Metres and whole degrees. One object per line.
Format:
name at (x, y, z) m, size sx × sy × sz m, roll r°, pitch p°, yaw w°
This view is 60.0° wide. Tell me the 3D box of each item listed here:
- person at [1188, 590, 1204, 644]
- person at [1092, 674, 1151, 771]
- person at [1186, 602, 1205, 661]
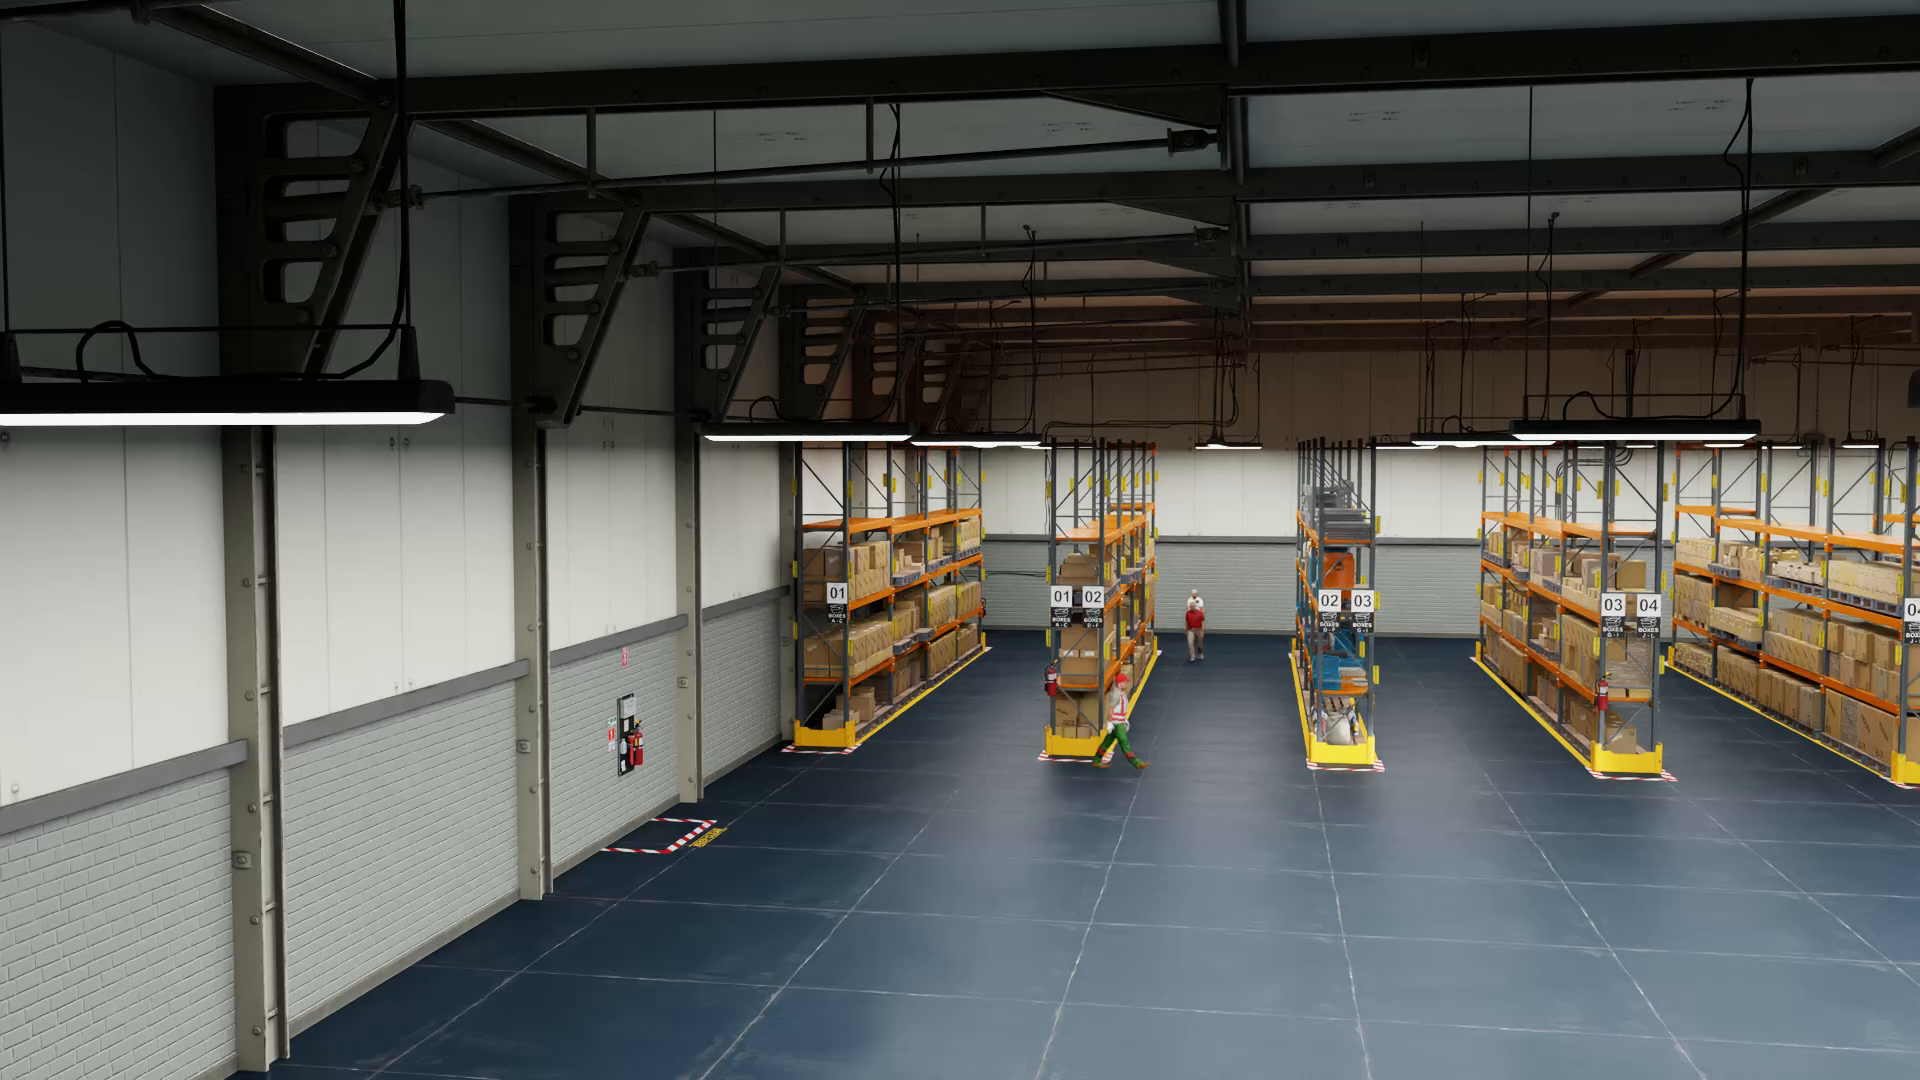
person at (7.032, 2.279, 49.641) m, size 0.477 × 1.605 × 1.034 m, roll 0°, pitch 3°, yaw 7°
person at (2.900, 3.258, 29.801) m, size 1.093 × 1.712 × 0.567 m, roll 1°, pitch 3°, yaw 12°
person at (6.442, 2.500, 45.612) m, size 0.527 × 1.610 × 1.042 m, roll 1°, pitch 3°, yaw 15°
